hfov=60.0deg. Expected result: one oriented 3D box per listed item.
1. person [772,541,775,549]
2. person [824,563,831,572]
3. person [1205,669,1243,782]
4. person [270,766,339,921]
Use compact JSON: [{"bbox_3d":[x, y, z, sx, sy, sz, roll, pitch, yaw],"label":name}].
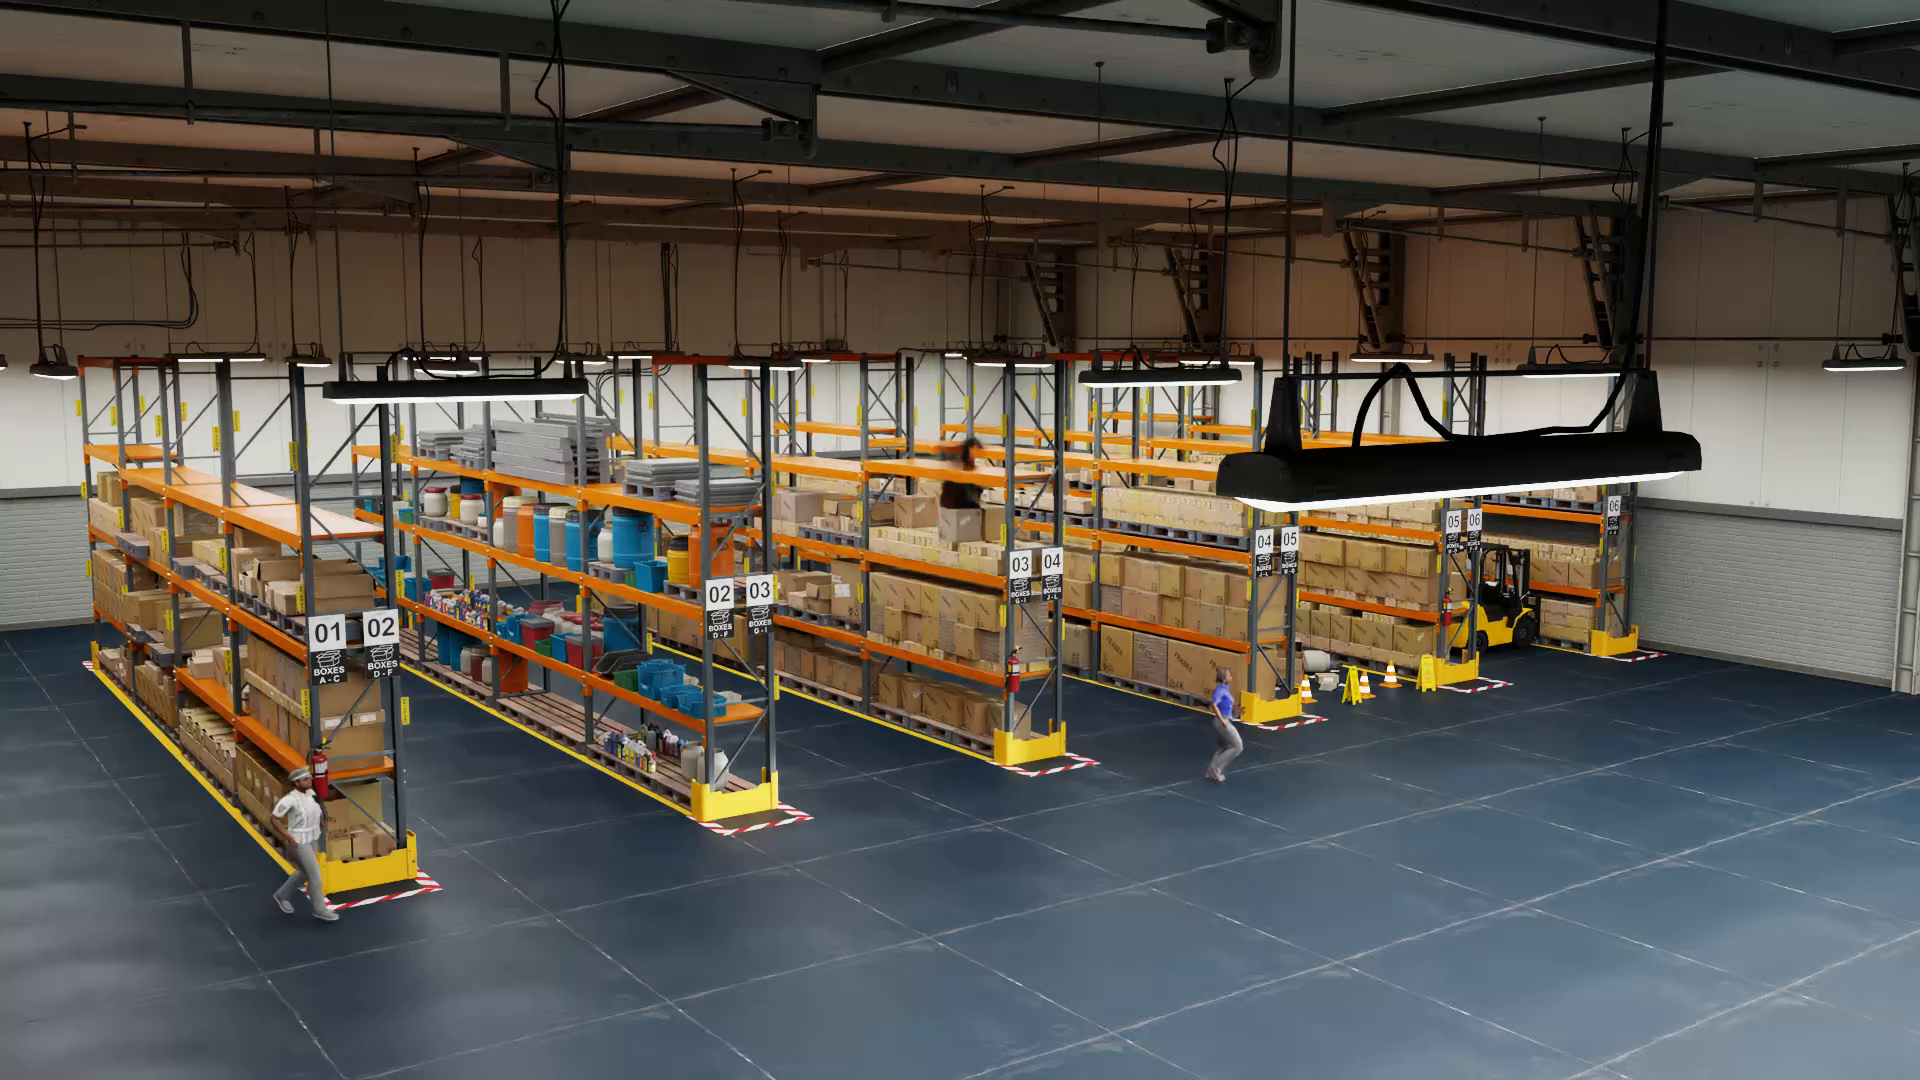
[{"bbox_3d":[-4.640,0.427,41.835,0.556,1.716,0.862,6,9,40],"label":"person"},{"bbox_3d":[-3.233,0.274,43.027,0.645,1.679,0.590,-5,8,-34],"label":"person"},{"bbox_3d":[3.792,2.683,23.761,0.533,1.535,0.633,0,7,3],"label":"person"},{"bbox_3d":[-7.154,3.281,18.137,0.818,1.675,0.563,2,7,12],"label":"person"}]
